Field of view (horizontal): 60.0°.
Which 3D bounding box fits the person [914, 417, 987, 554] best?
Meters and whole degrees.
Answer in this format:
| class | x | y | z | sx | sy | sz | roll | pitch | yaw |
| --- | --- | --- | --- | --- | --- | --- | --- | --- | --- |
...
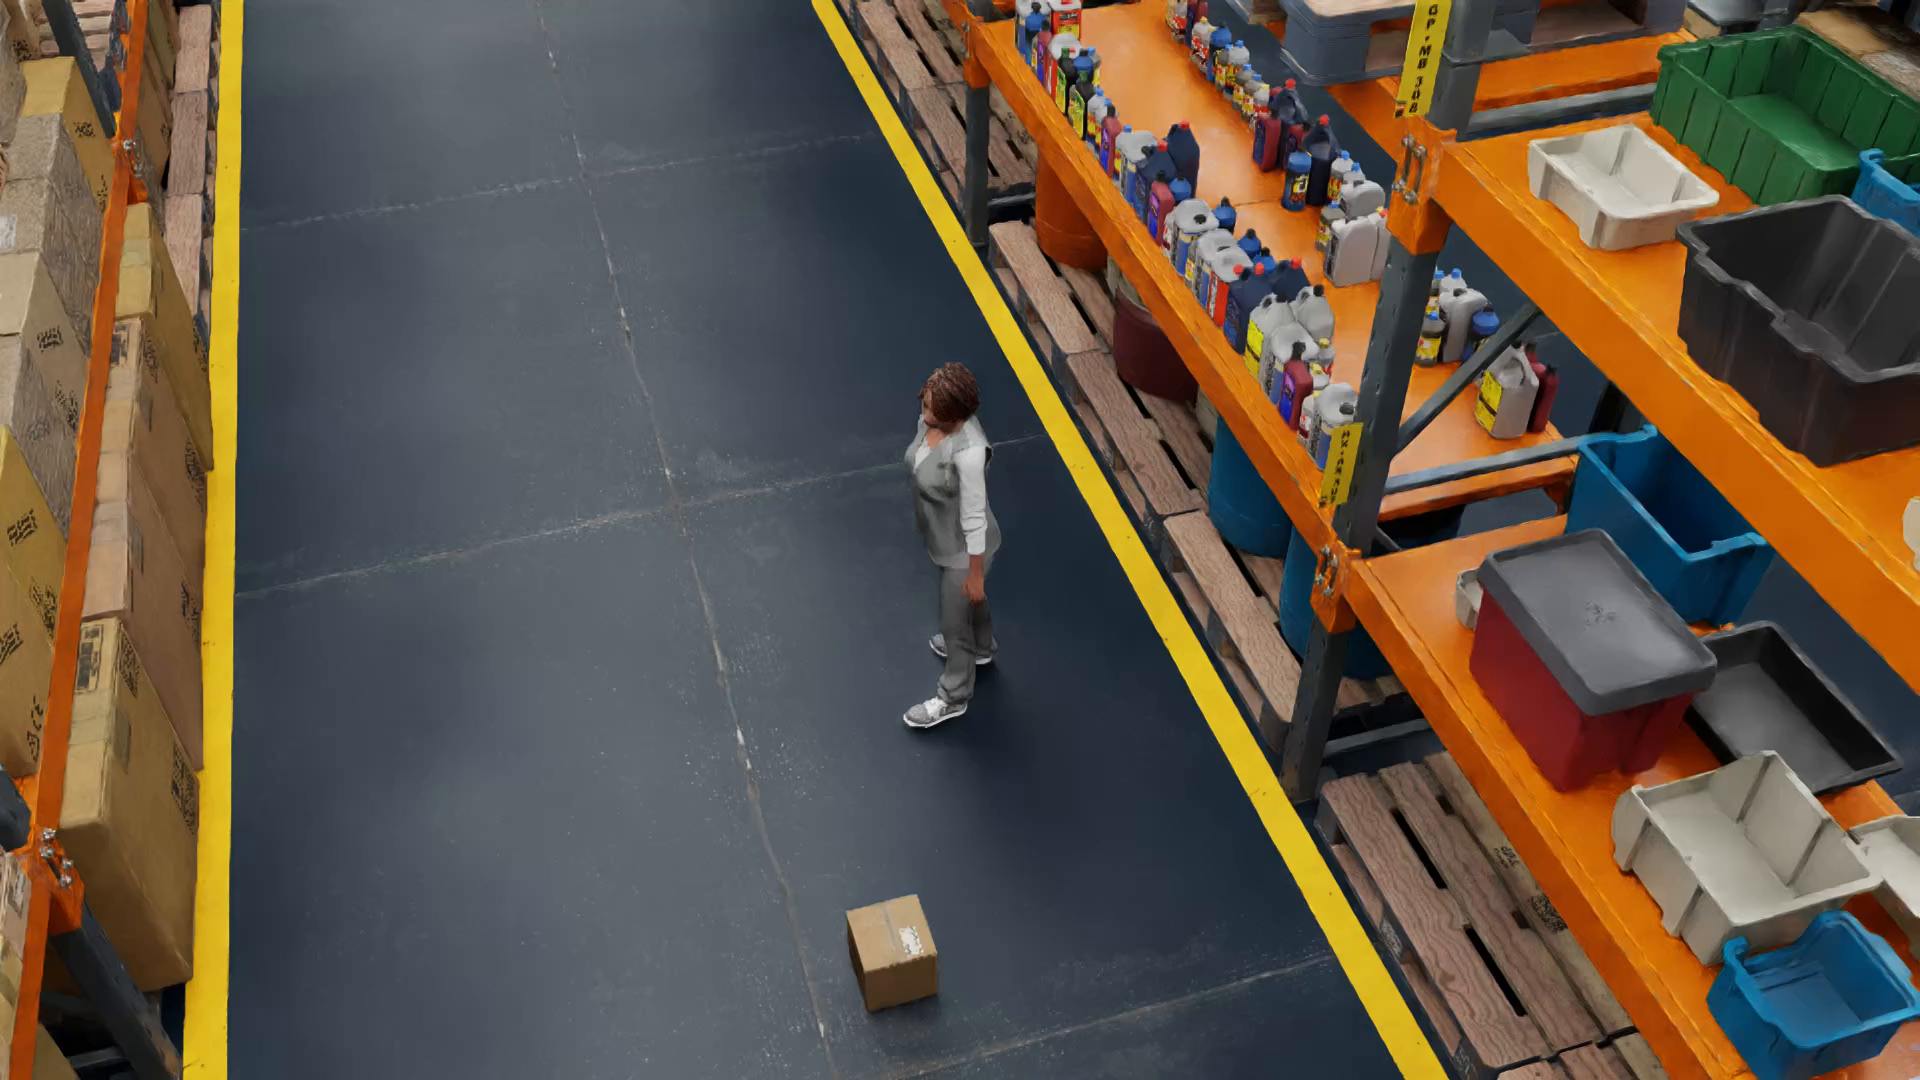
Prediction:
| class | x | y | z | sx | sy | sz | roll | pitch | yaw |
| --- | --- | --- | --- | --- | --- | --- | --- | --- | --- |
| person | -0.022 | -0.212 | 5.939 | 0.300 | 0.538 | 0.465 | -12 | 44 | -13 |
